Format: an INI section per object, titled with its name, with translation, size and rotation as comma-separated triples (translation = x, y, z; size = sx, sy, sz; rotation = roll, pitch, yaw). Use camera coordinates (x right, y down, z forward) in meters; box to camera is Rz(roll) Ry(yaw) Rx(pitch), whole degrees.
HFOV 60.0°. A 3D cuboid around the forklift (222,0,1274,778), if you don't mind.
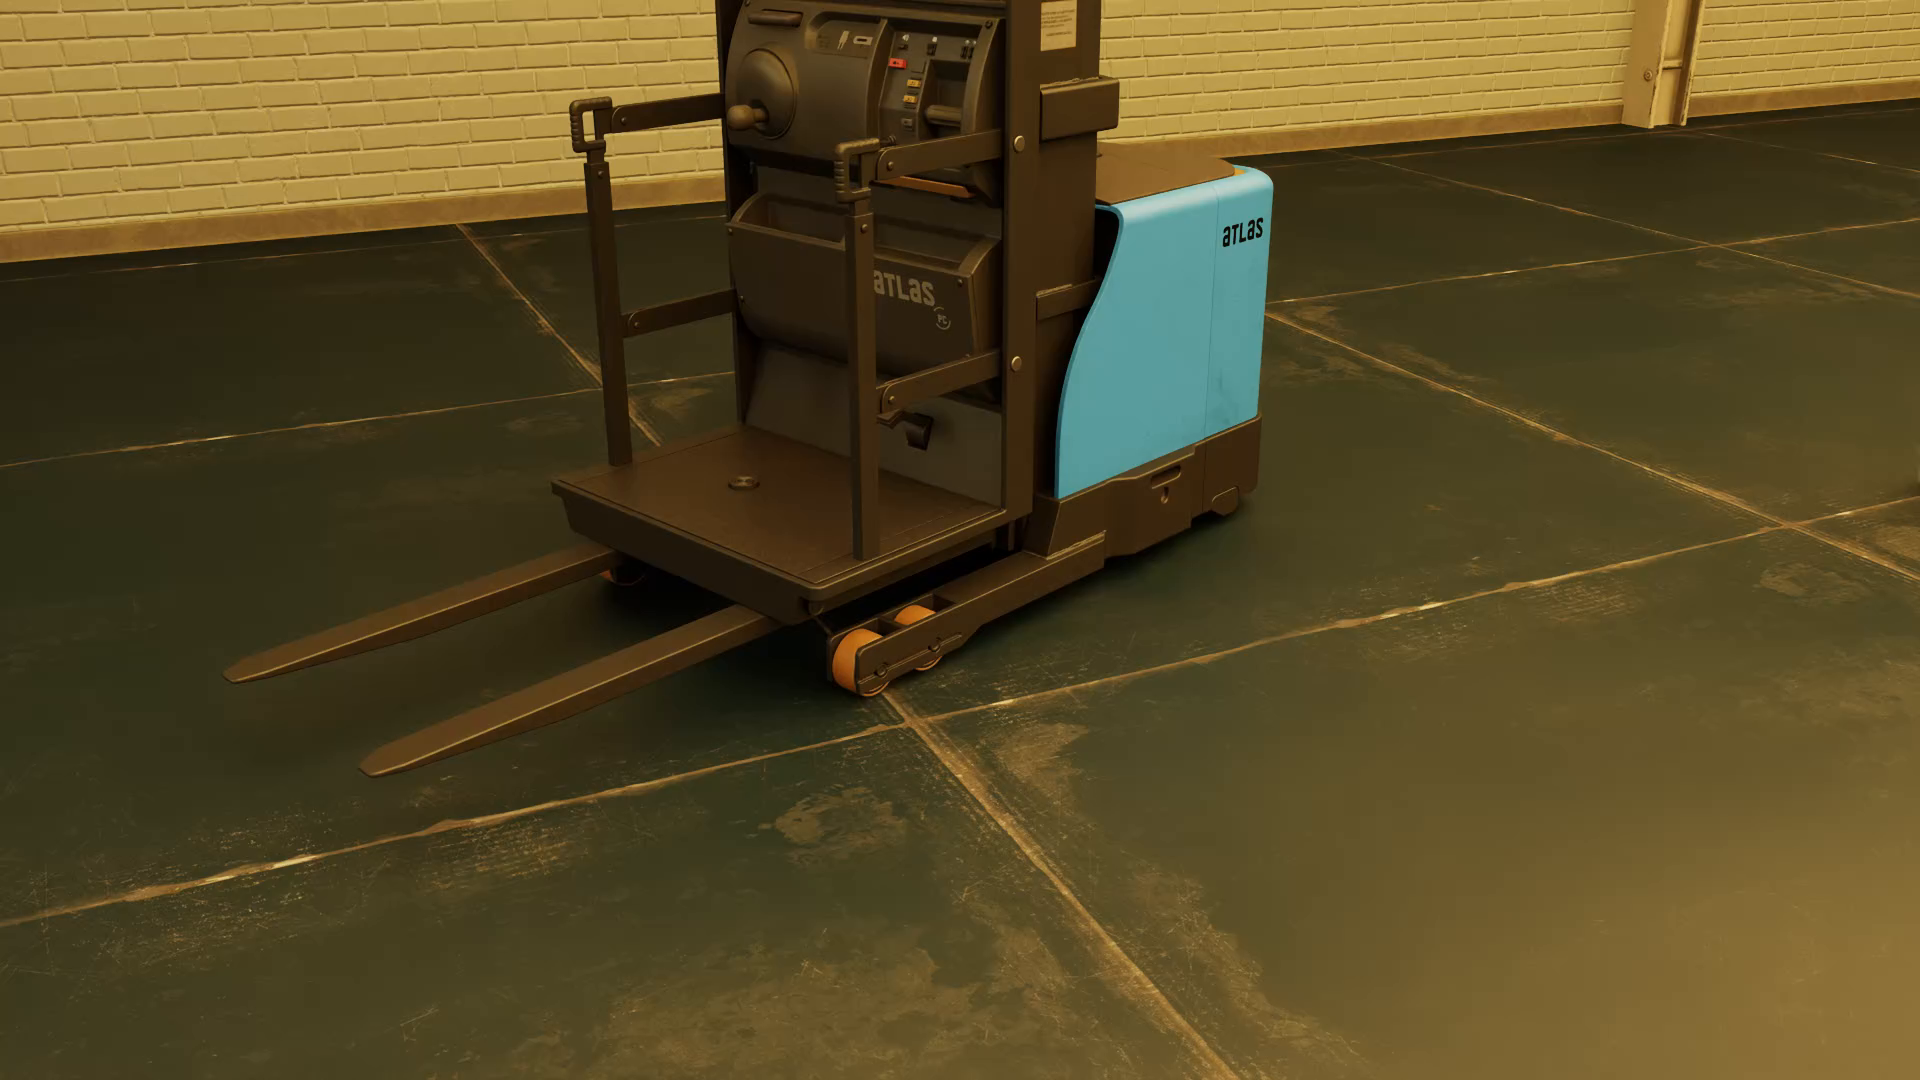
[forklift]
translation = -0.413, -1.182, 4.131
size = 1.130, 2.935, 3.031
rotation = 19, 29, 39
